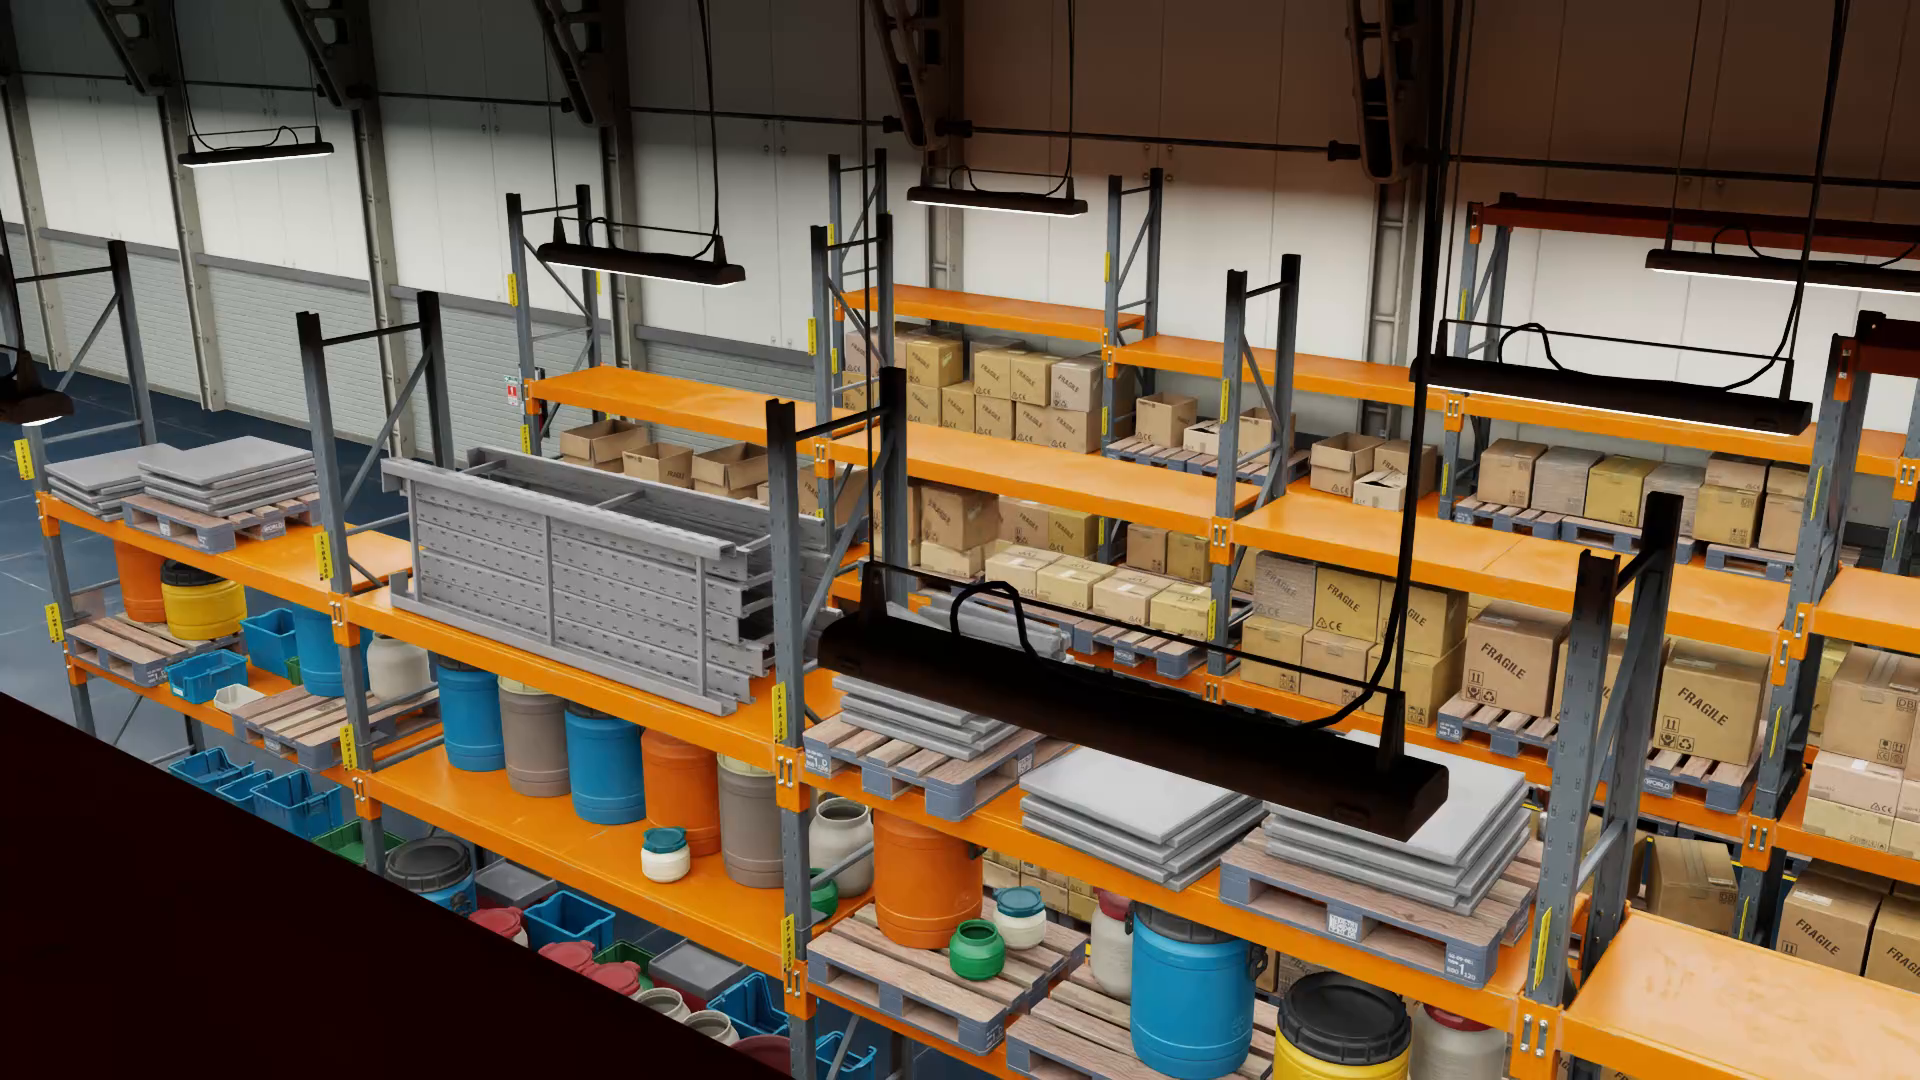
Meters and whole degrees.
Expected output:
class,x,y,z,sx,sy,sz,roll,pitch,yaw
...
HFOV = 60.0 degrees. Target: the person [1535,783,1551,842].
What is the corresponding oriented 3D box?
class,x,y,z,sx,sy,sz,roll,pitch,yaw
person,4.883,2.744,14.111,1.043,1.720,0.575,15,24,38
